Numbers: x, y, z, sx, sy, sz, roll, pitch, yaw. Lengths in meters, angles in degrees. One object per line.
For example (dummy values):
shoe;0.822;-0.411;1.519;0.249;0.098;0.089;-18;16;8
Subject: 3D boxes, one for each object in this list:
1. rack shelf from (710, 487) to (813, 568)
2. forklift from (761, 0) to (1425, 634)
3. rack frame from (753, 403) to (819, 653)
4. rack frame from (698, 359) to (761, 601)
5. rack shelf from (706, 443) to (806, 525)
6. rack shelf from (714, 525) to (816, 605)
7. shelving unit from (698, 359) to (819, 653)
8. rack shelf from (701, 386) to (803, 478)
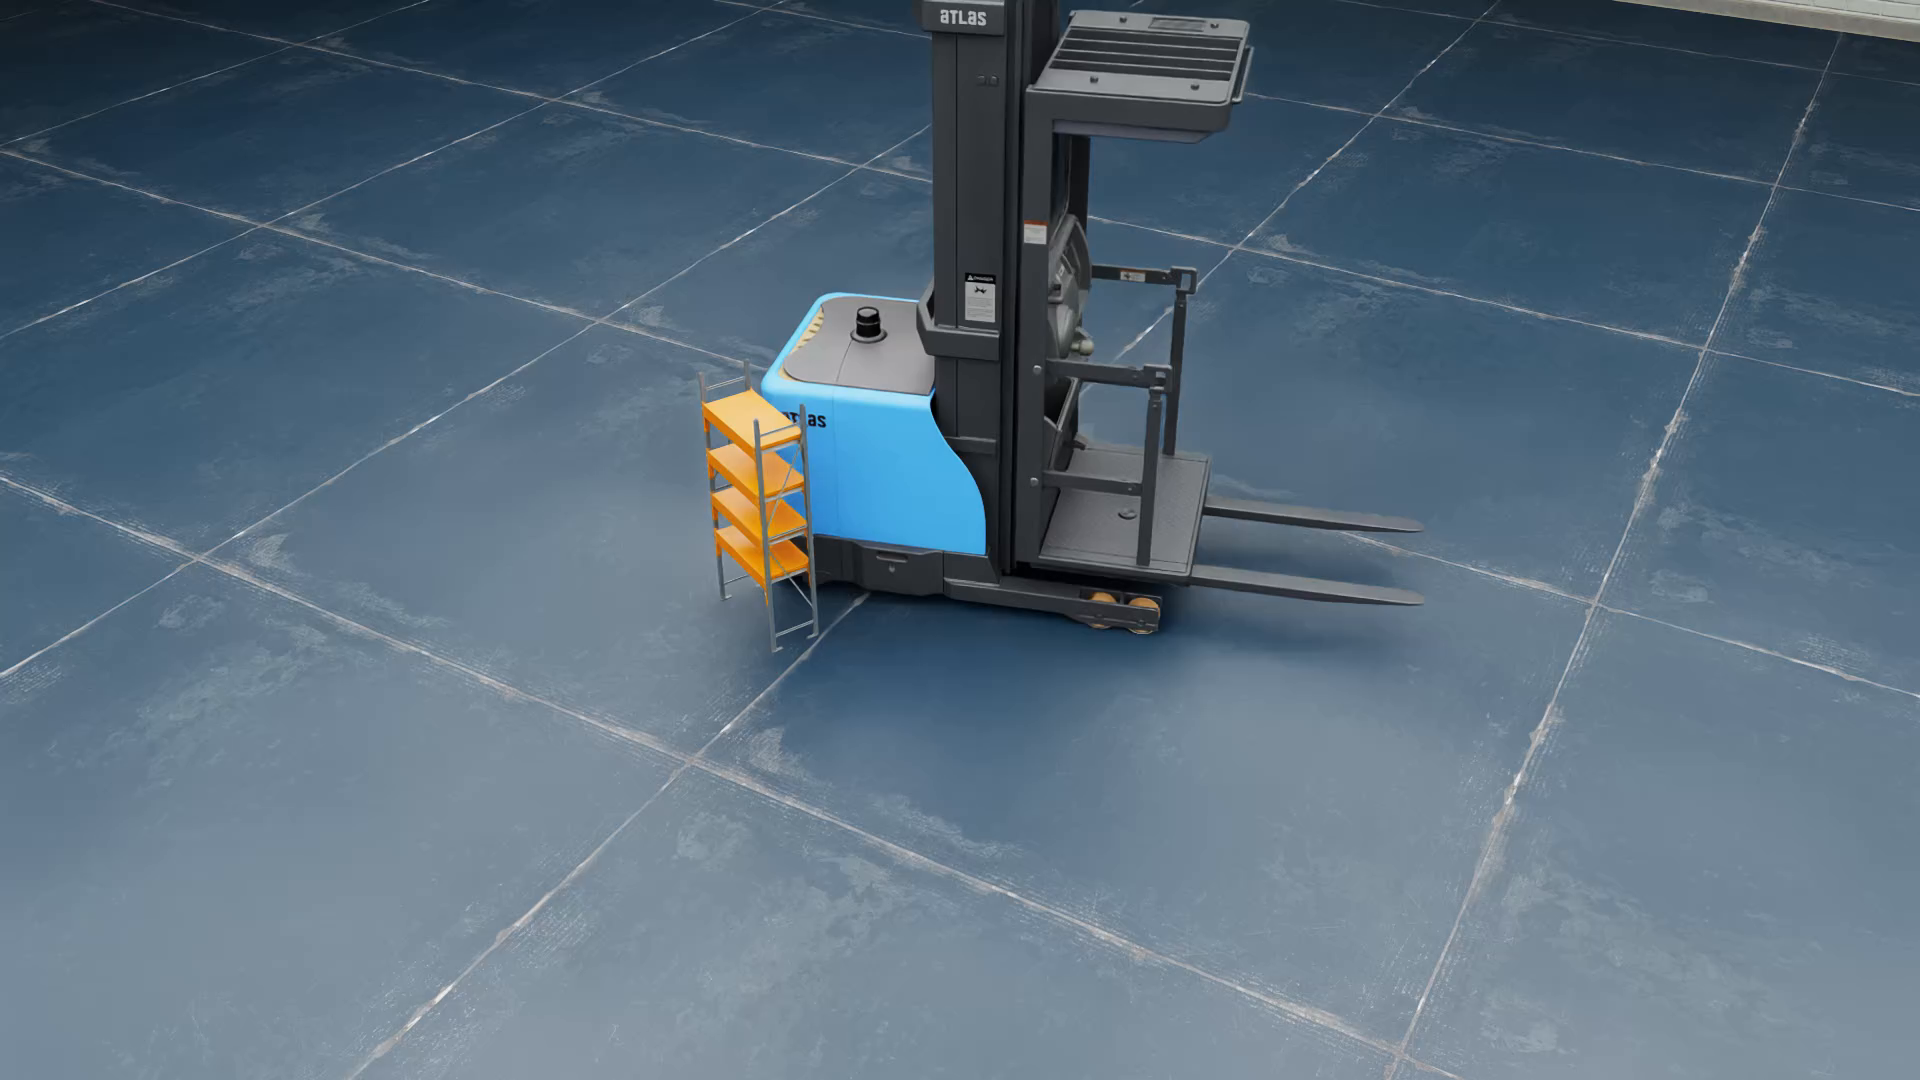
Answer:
rack shelf;-0.887;-0.086;7.418;0.258;0.148;0.480;-21;39;-28
forklift;0.668;-1.112;7.276;3.031;2.935;1.130;7;34;10
rack frame;-0.748;-0.031;7.214;0.240;1.200;0.015;-21;39;-28
rack frame;-1.025;-0.253;7.548;0.240;1.200;0.015;-21;39;-28
rack shelf;-0.887;-0.272;7.294;0.258;0.148;0.480;-21;39;-28
rack shelf;-0.887;0.079;7.528;0.258;0.148;0.480;-21;39;-28
shelving unit;-0.887;-0.142;7.381;0.258;1.200;0.503;-21;39;-28
rack shelf;-0.887;-0.469;7.163;0.258;0.148;0.480;-21;39;-28
